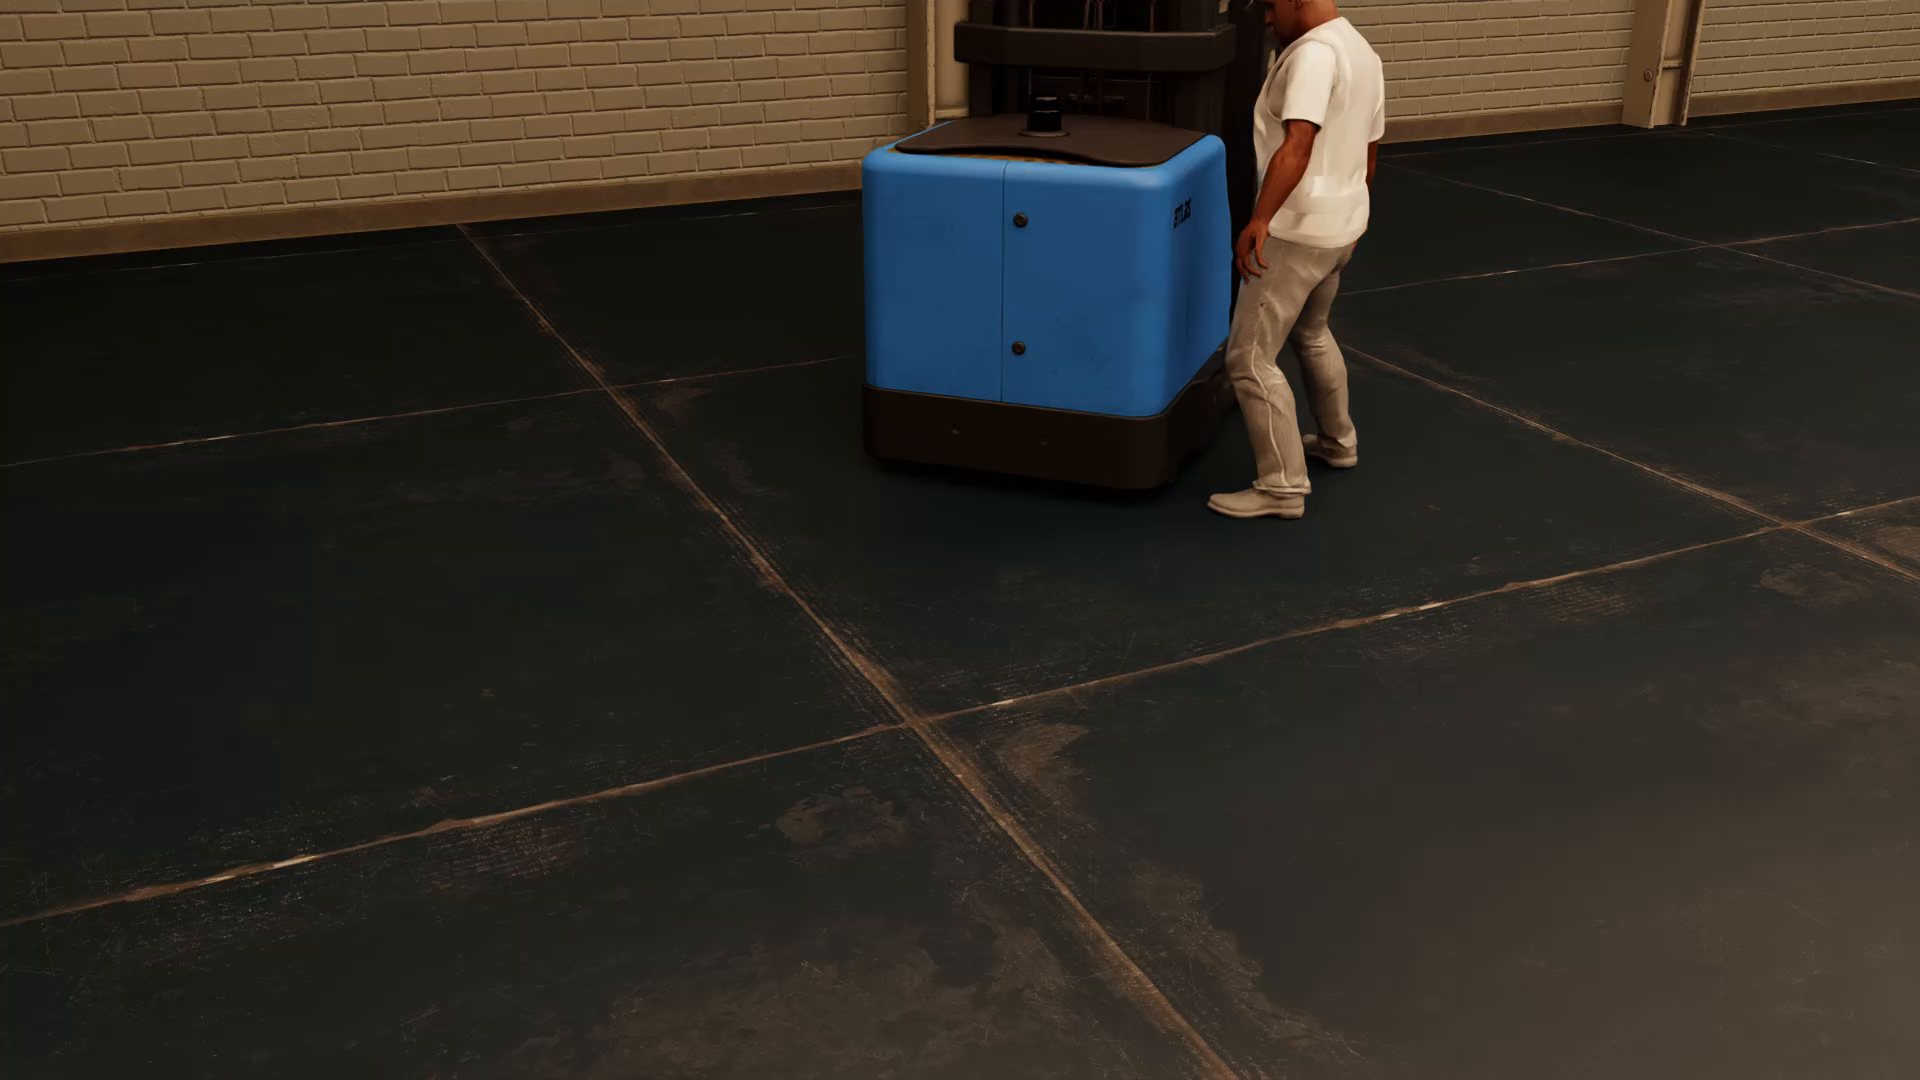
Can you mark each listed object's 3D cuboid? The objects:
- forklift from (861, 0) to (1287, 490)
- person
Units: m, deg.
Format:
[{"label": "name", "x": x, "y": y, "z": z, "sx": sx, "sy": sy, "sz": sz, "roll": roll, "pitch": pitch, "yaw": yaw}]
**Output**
[{"label": "forklift", "x": 0.670, "y": -2.048, "z": 6.215, "sx": 1.130, "sy": 2.935, "sz": 3.031, "roll": 8, "pitch": 24, "yaw": 19}, {"label": "person", "x": 1.057, "y": -0.982, "z": 5.265, "sx": 0.437, "sy": 1.718, "sz": 0.973, "roll": 13, "pitch": 26, "yaw": 29}]
